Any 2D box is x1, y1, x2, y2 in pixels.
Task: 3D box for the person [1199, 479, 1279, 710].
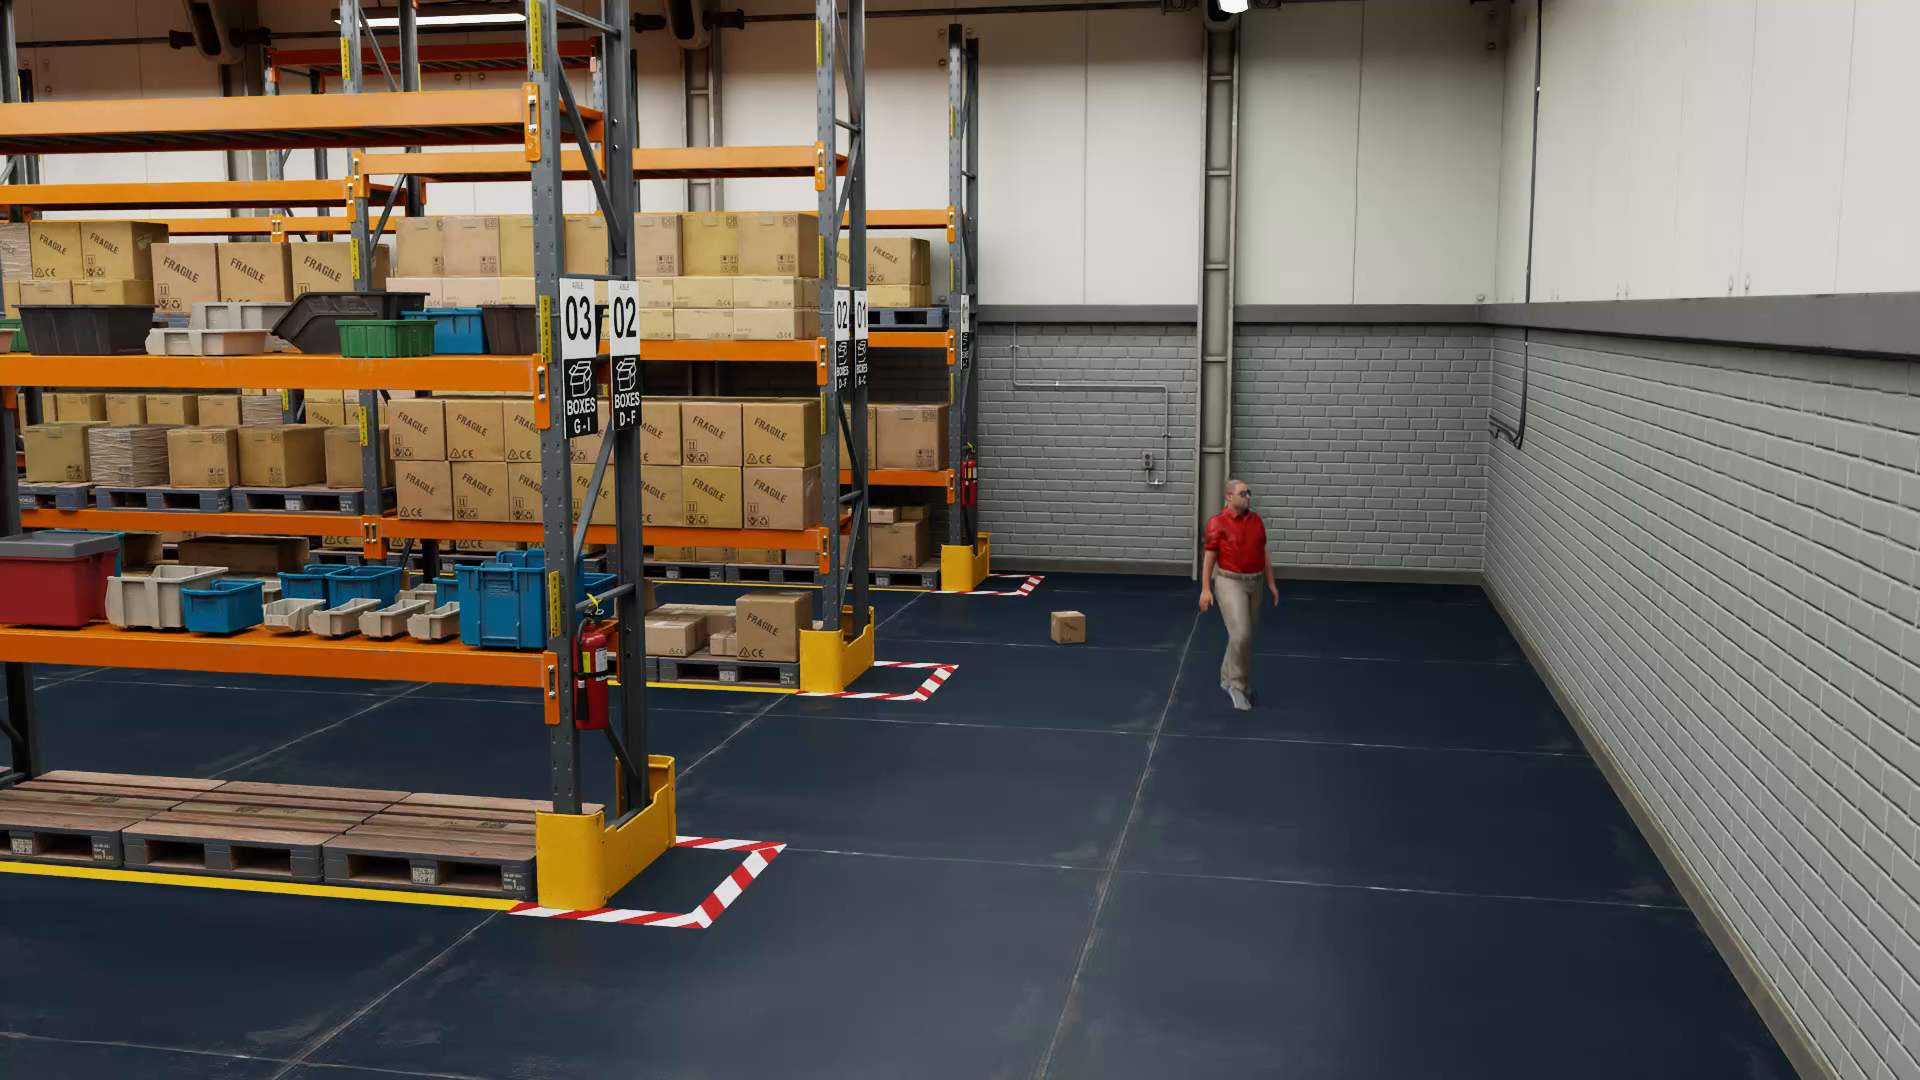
[{"bbox_3d":[2.203,0.434,12.955,0.577,1.806,0.585,-5,9,-32],"label":"person"}]
